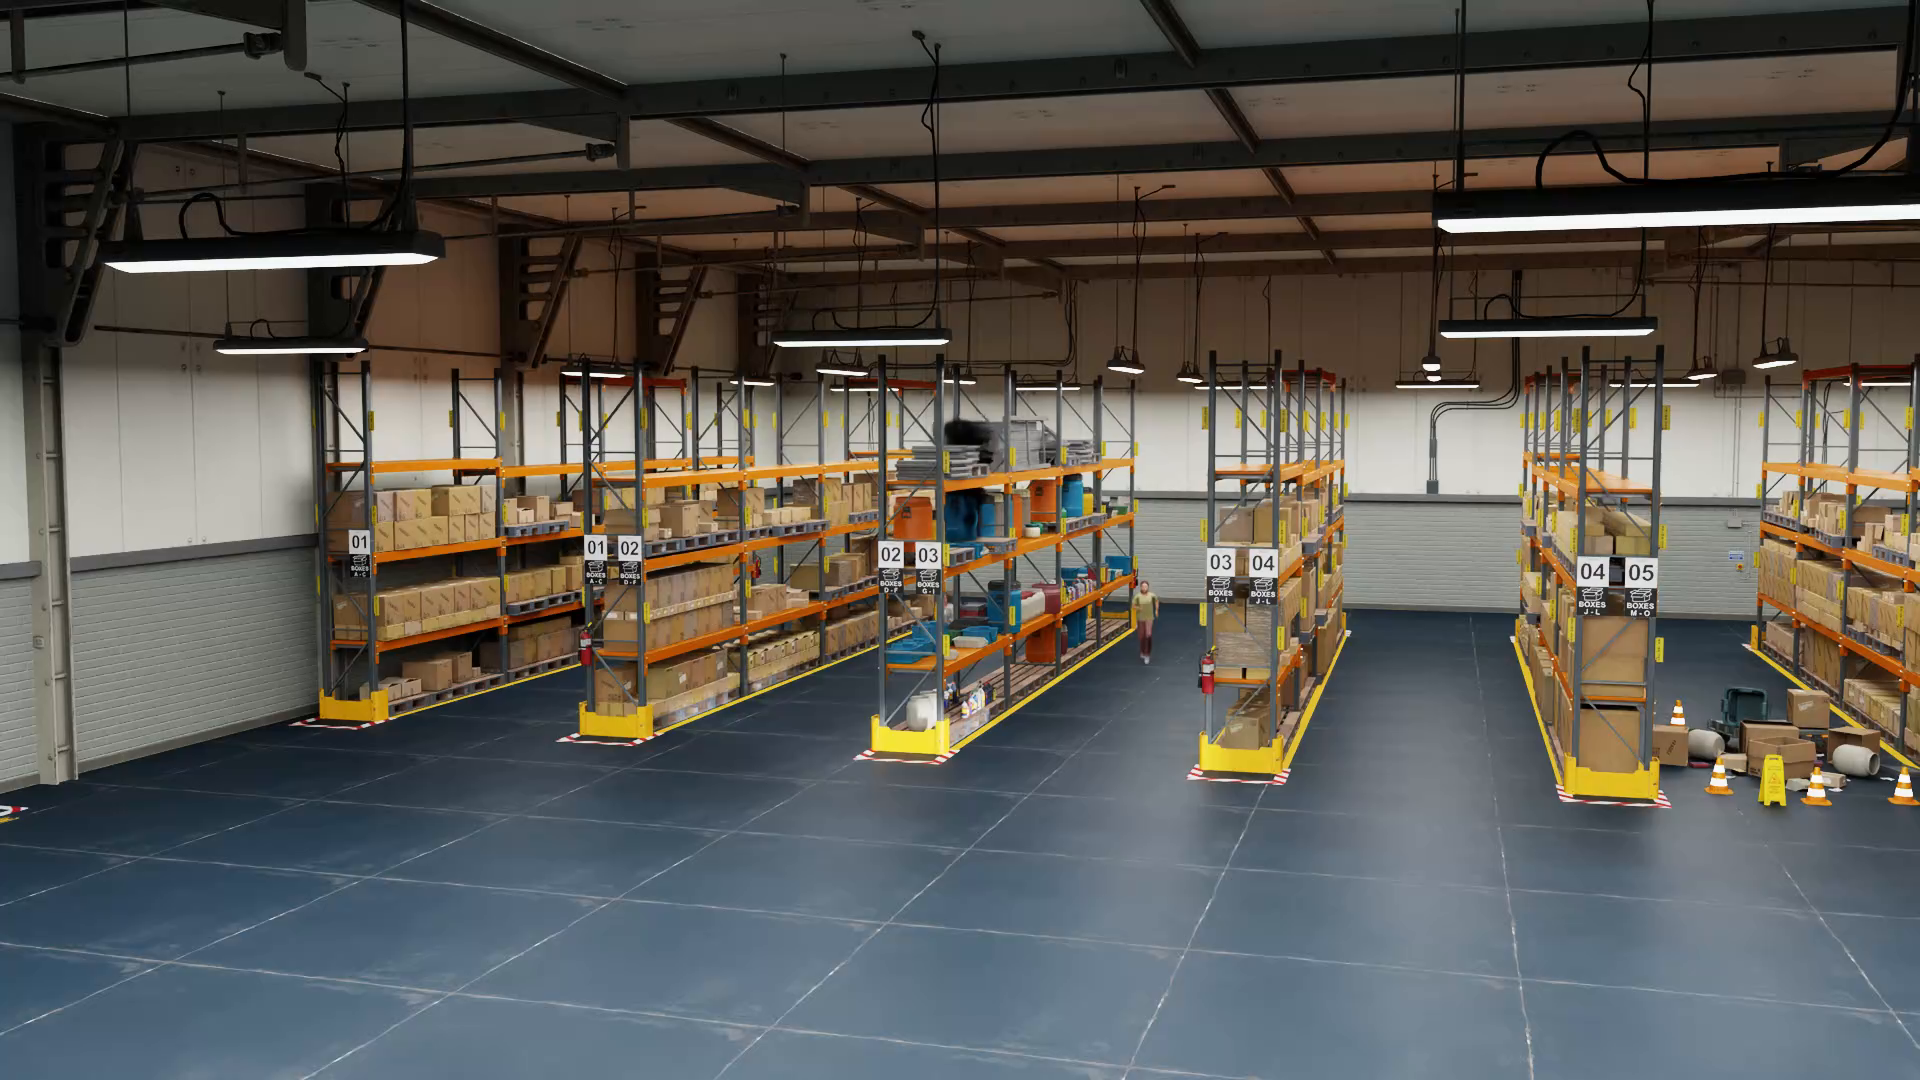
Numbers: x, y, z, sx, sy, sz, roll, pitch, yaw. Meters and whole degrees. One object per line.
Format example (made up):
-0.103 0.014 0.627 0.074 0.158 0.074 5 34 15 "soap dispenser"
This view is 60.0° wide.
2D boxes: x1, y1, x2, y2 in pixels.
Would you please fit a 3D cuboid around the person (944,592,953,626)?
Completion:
-0.297 1.833 33.387 0.448 1.606 0.789 1 4 9 "person"

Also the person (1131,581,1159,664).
3.839 1.698 34.547 0.548 1.722 0.823 1 4 10 "person"
